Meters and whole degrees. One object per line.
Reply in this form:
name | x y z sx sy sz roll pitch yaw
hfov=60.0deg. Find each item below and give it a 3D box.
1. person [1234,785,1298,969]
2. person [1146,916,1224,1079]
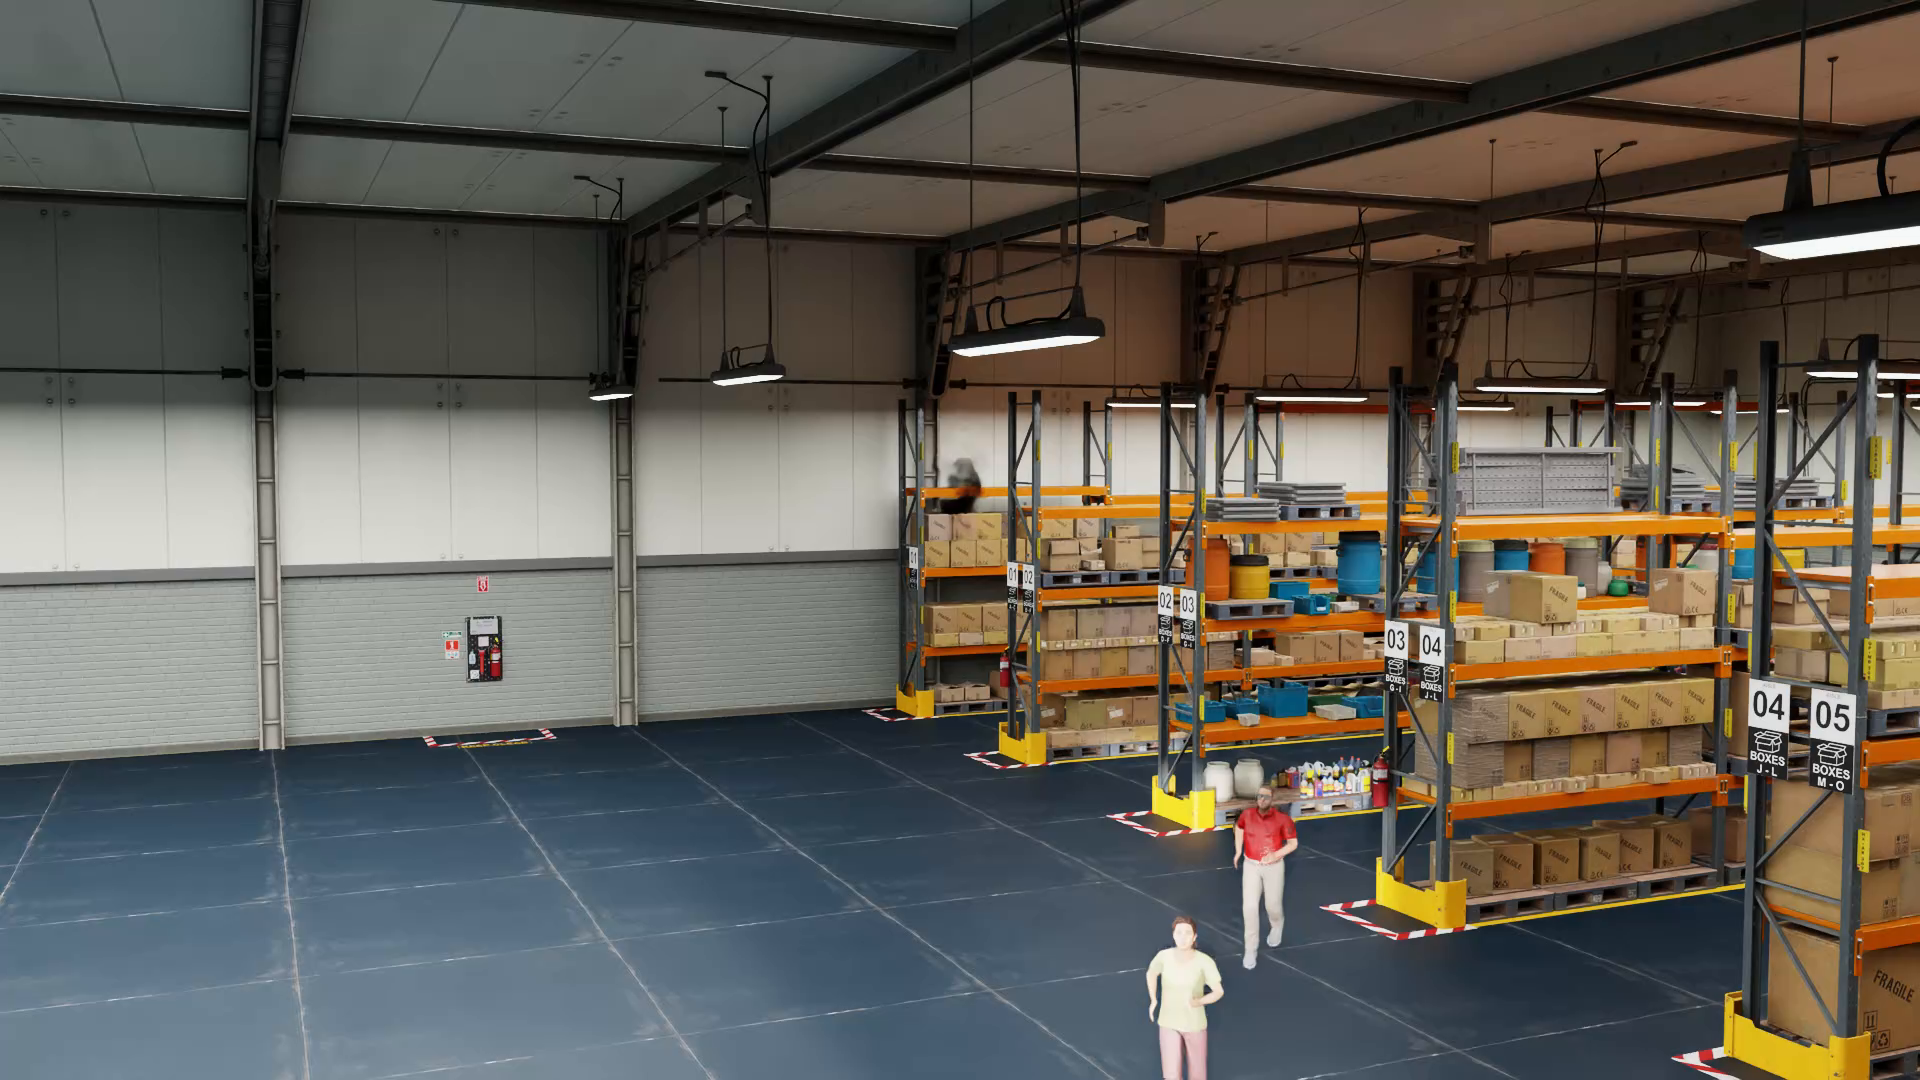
person | 3.054 3.322 16.687 0.671 1.750 0.914 1 4 21
person | 1.659 3.607 12.354 0.588 1.643 0.896 1 3 12
